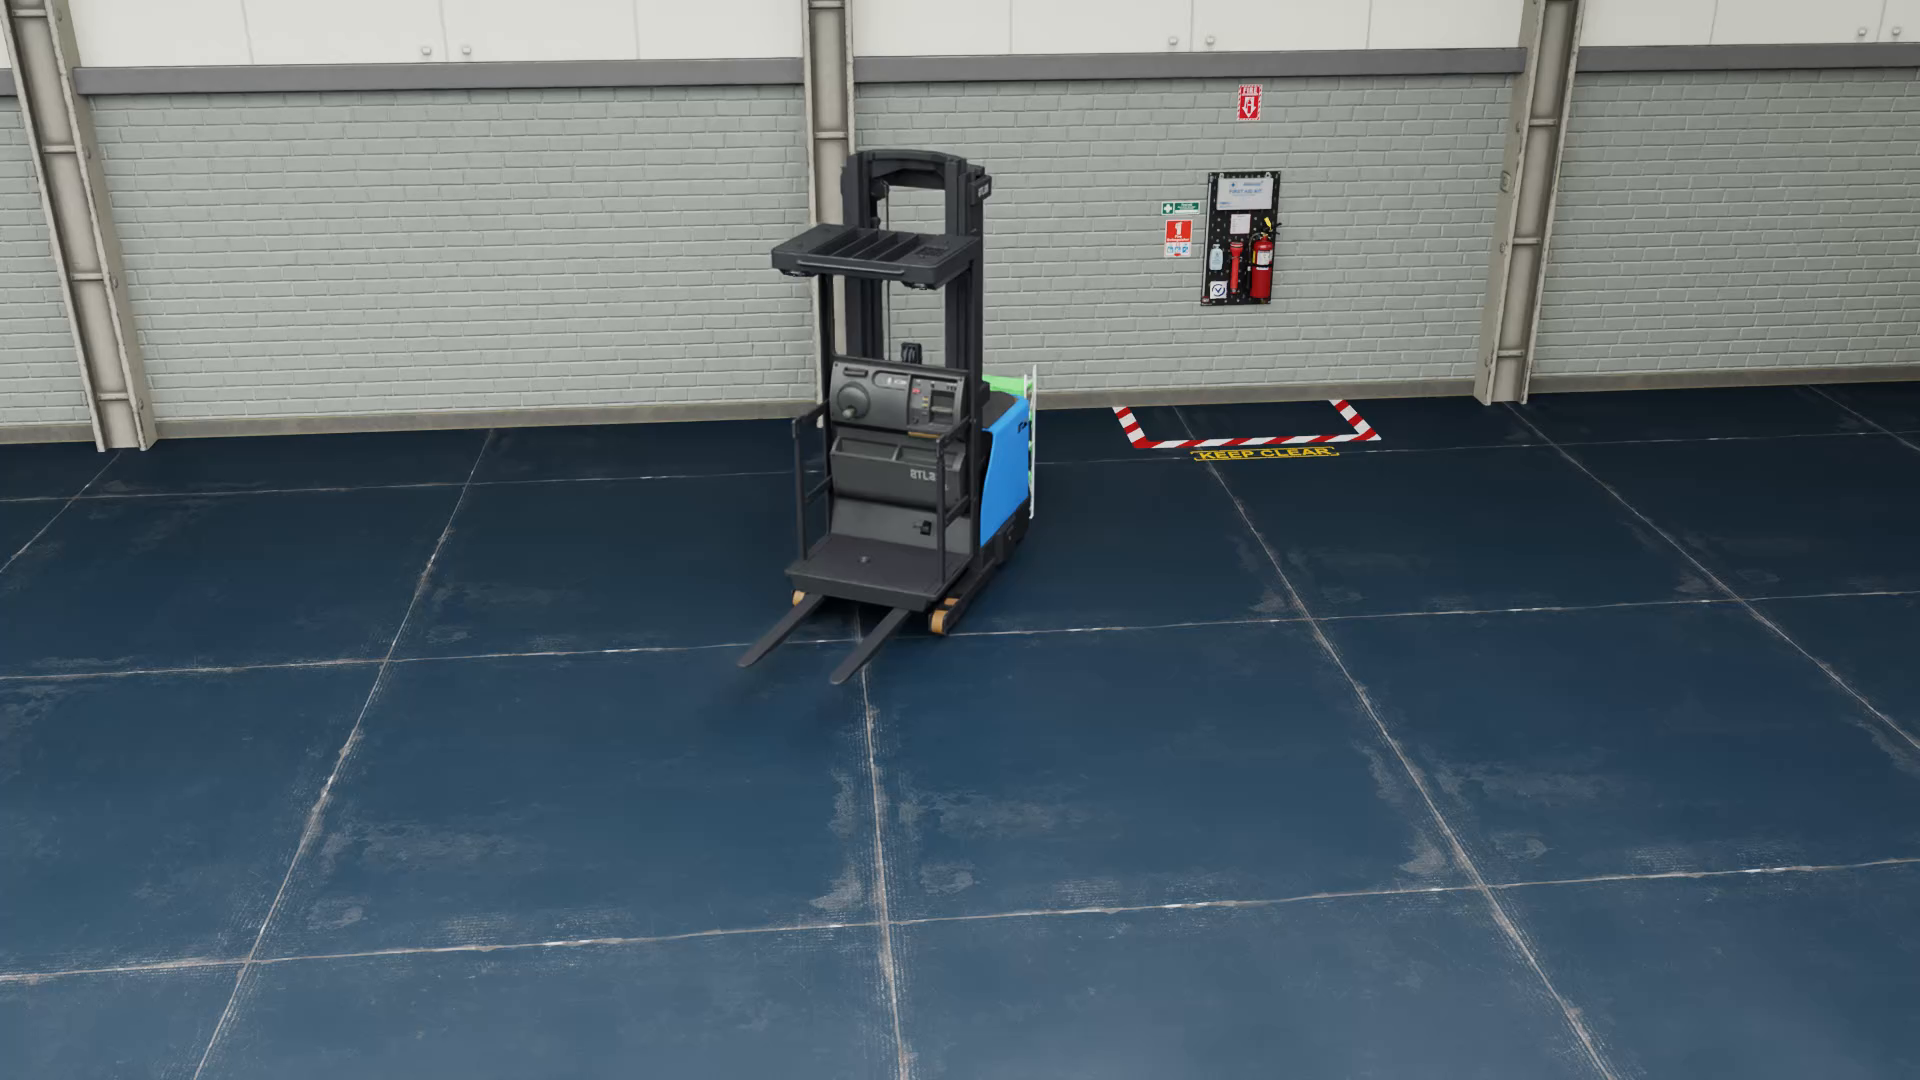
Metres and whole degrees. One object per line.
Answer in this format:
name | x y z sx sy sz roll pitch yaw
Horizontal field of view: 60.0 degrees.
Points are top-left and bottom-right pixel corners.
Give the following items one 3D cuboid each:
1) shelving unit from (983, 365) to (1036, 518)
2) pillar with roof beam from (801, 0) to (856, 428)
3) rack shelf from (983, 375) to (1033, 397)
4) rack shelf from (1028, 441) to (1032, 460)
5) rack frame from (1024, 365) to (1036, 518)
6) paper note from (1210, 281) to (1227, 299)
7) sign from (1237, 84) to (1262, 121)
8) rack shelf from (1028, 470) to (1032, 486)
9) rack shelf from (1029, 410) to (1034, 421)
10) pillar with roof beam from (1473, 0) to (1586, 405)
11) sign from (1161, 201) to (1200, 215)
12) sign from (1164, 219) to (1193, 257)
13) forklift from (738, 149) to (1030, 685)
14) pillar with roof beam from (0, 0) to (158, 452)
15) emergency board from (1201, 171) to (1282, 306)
shelving unit | 0.281 -0.722 12.397 0.503 1.200 0.258 9 25 19
pillar with roof beam | -0.637 -3.418 8.860 0.400 9.000 9.100 -2 24 -5
rack shelf | 0.281 -1.102 12.228 0.480 0.148 0.258 9 25 19
rack shelf | 0.281 -0.664 12.423 0.480 0.148 0.258 9 25 19
rack frame | 0.509 -0.687 12.318 0.015 1.200 0.240 9 25 19
paper note | 2.265 -2.191 14.571 0.142 0.148 0.016 -2 24 -5
sign | 2.430 -3.672 13.964 0.199 0.298 0.001 -2 24 -5
rack shelf | 0.281 -0.444 12.521 0.480 0.148 0.258 9 25 19
rack shelf | 0.281 -0.883 12.326 0.480 0.148 0.258 9 25 19
pillar with roof beam | 5.334 -3.657 9.399 0.400 9.000 9.100 -2 24 -5
sign | 1.893 -2.847 14.267 0.331 0.109 0.001 -2 24 -5
sign | 1.888 -2.609 14.382 0.234 0.329 0.001 -2 24 -5
forklift | -0.488 -0.909 10.687 1.130 2.935 3.031 9 25 19
pillar with roof beam | -6.608 -3.178 8.321 0.400 9.000 9.100 -2 24 -5
emergency board | 2.448 -2.573 14.345 0.643 1.169 0.194 -2 24 -5
